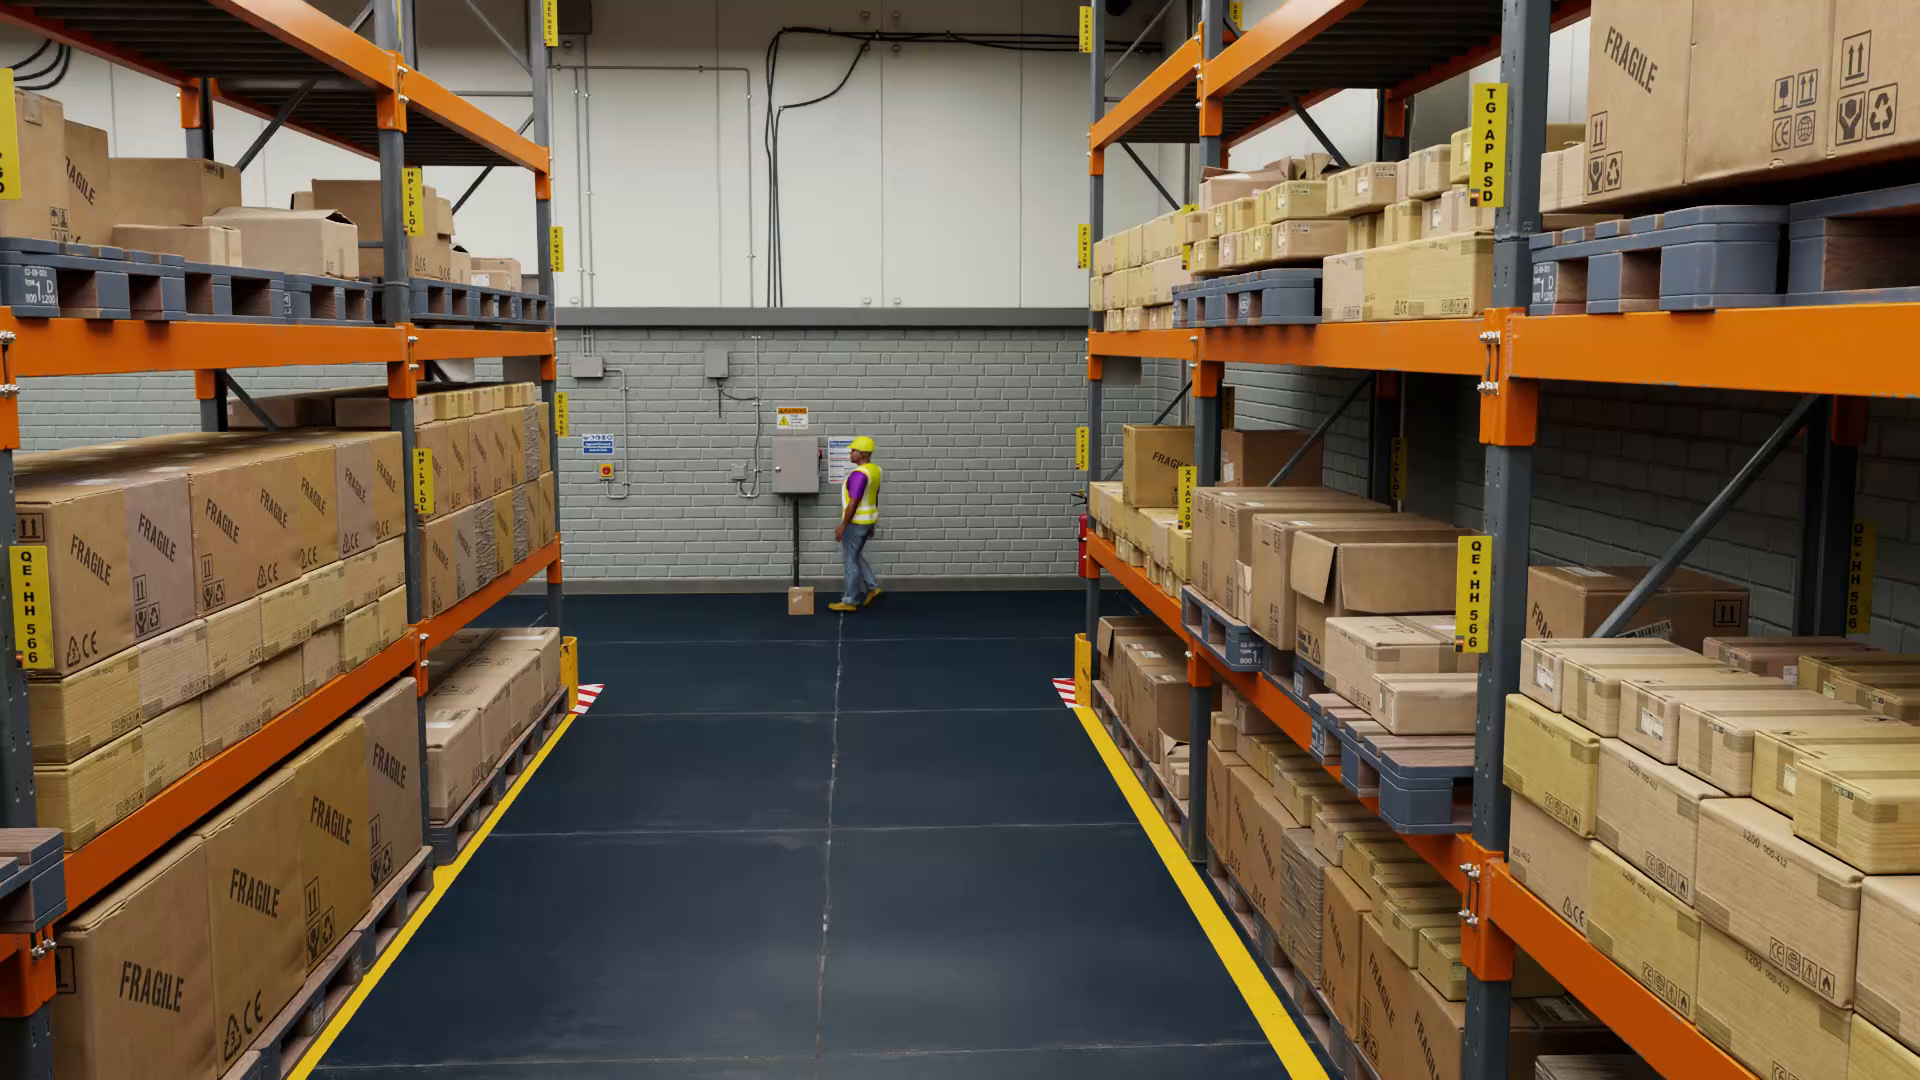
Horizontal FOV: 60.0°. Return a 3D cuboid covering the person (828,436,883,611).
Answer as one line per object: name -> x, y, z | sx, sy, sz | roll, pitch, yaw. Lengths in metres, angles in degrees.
person -> -1.074, -0.167, 16.821 | 0.516, 1.771, 0.619 | 2, 7, 19
